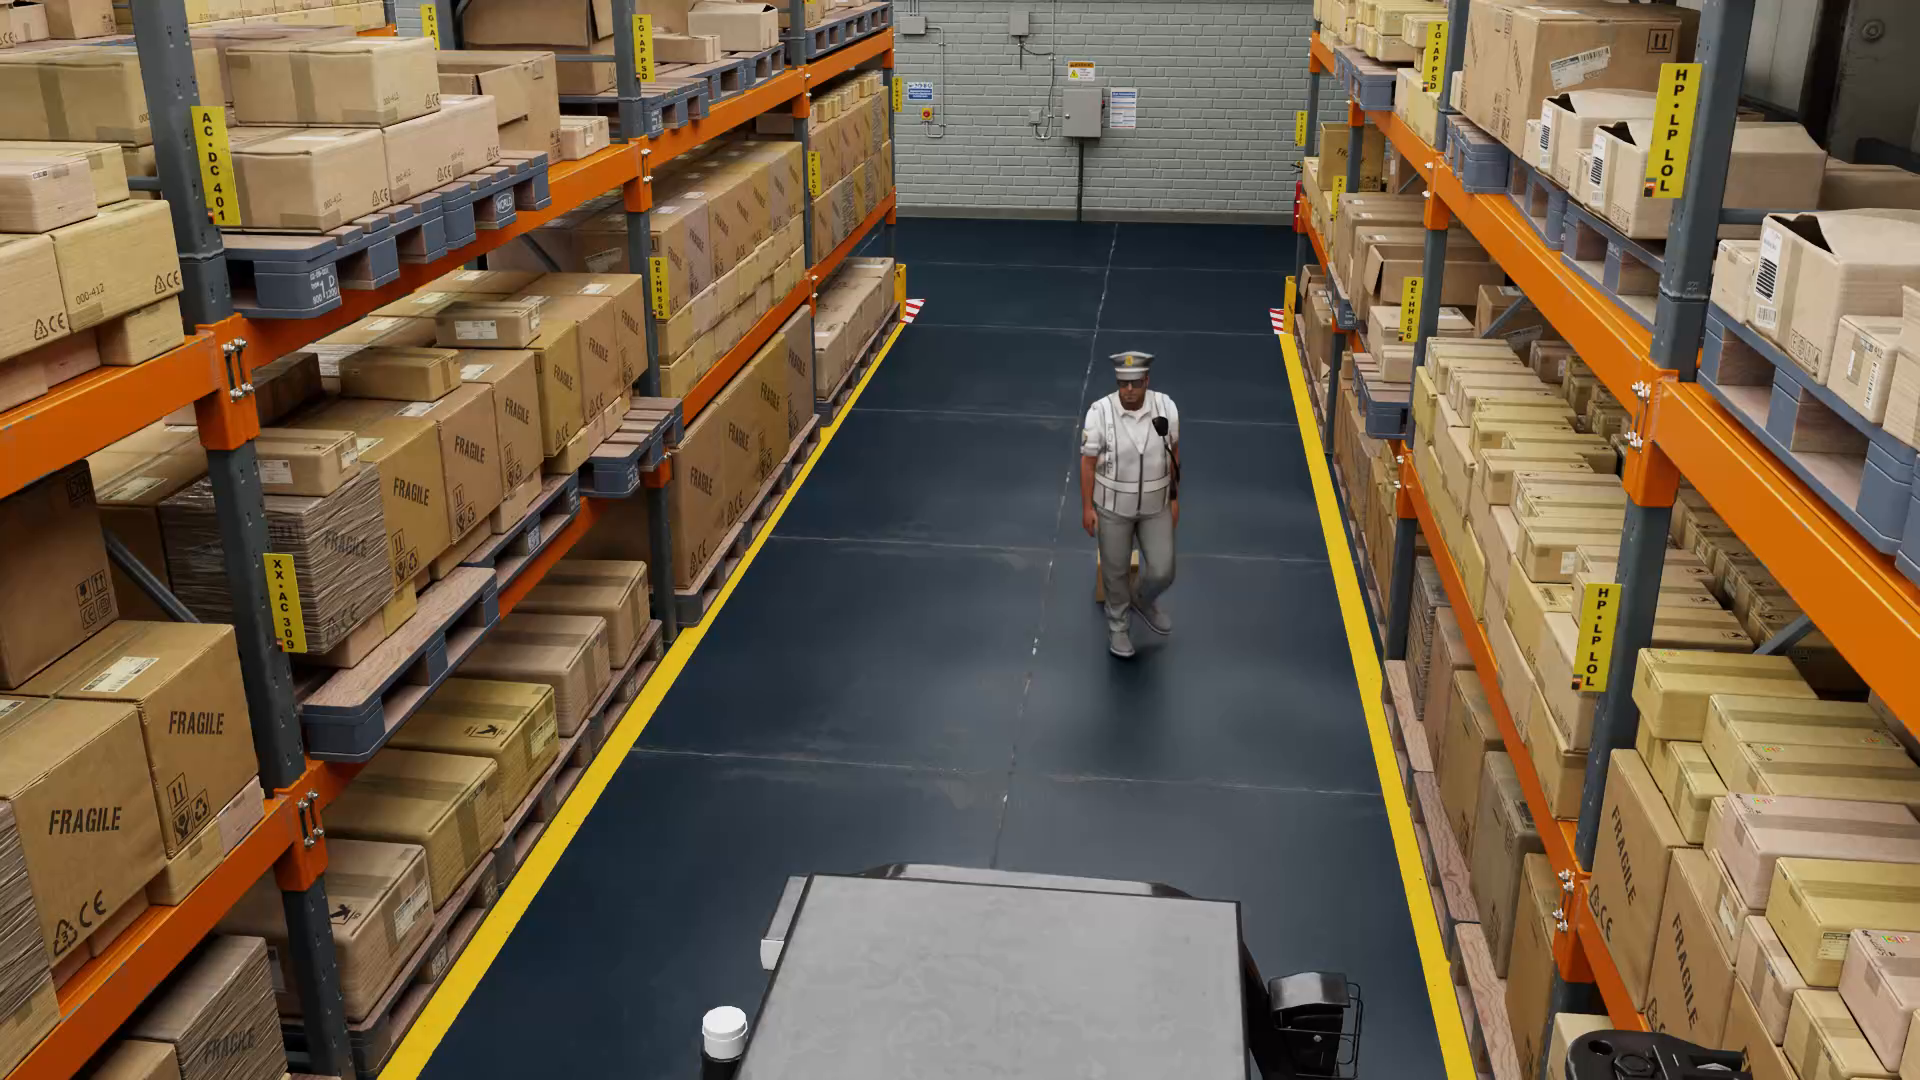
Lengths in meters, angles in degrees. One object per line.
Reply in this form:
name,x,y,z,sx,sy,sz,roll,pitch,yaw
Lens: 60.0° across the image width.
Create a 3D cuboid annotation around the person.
person,0.933,-0.216,9.093,0.580,1.745,0.500,-2,21,-5
